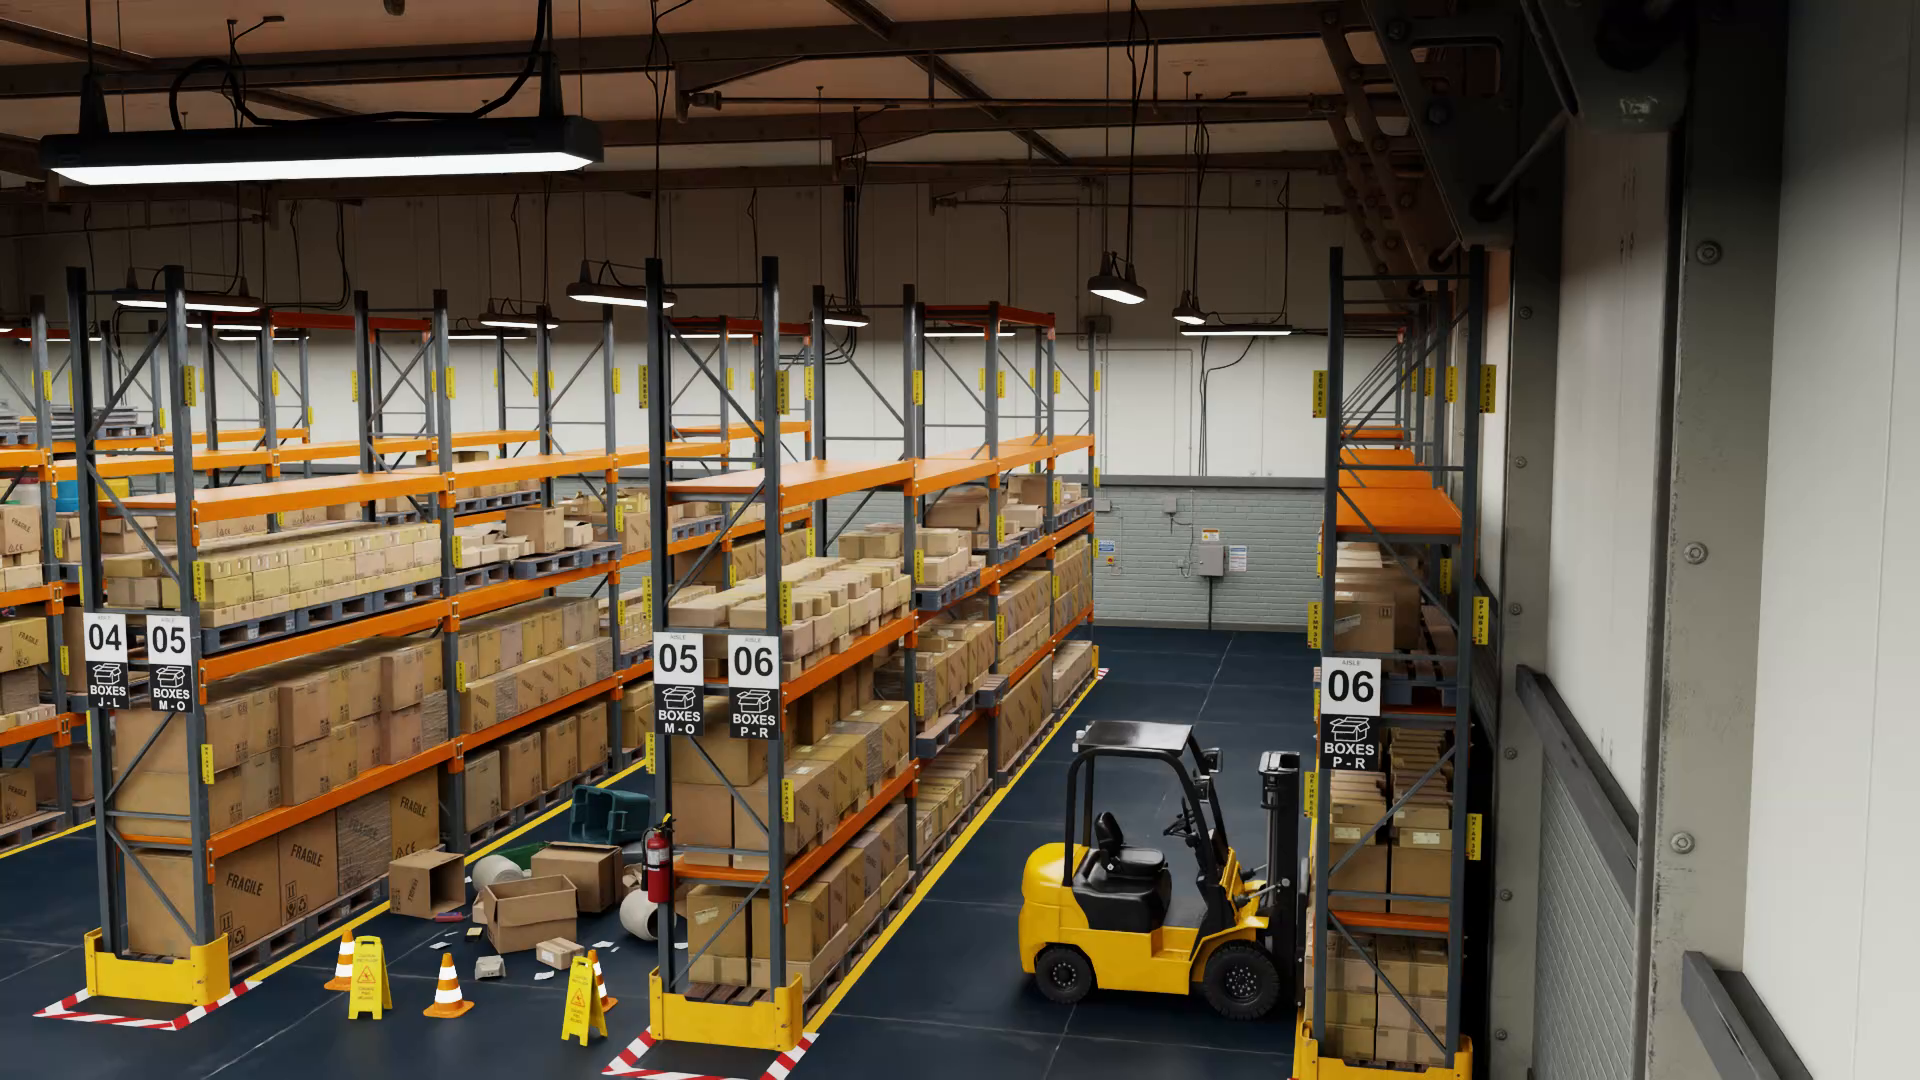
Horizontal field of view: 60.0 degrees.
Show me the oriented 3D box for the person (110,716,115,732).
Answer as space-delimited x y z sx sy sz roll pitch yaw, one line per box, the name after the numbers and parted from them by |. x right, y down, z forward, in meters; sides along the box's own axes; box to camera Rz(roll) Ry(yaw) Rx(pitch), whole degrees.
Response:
-12.078 1.891 23.742 0.545 1.732 0.963 1 6 5 | person
